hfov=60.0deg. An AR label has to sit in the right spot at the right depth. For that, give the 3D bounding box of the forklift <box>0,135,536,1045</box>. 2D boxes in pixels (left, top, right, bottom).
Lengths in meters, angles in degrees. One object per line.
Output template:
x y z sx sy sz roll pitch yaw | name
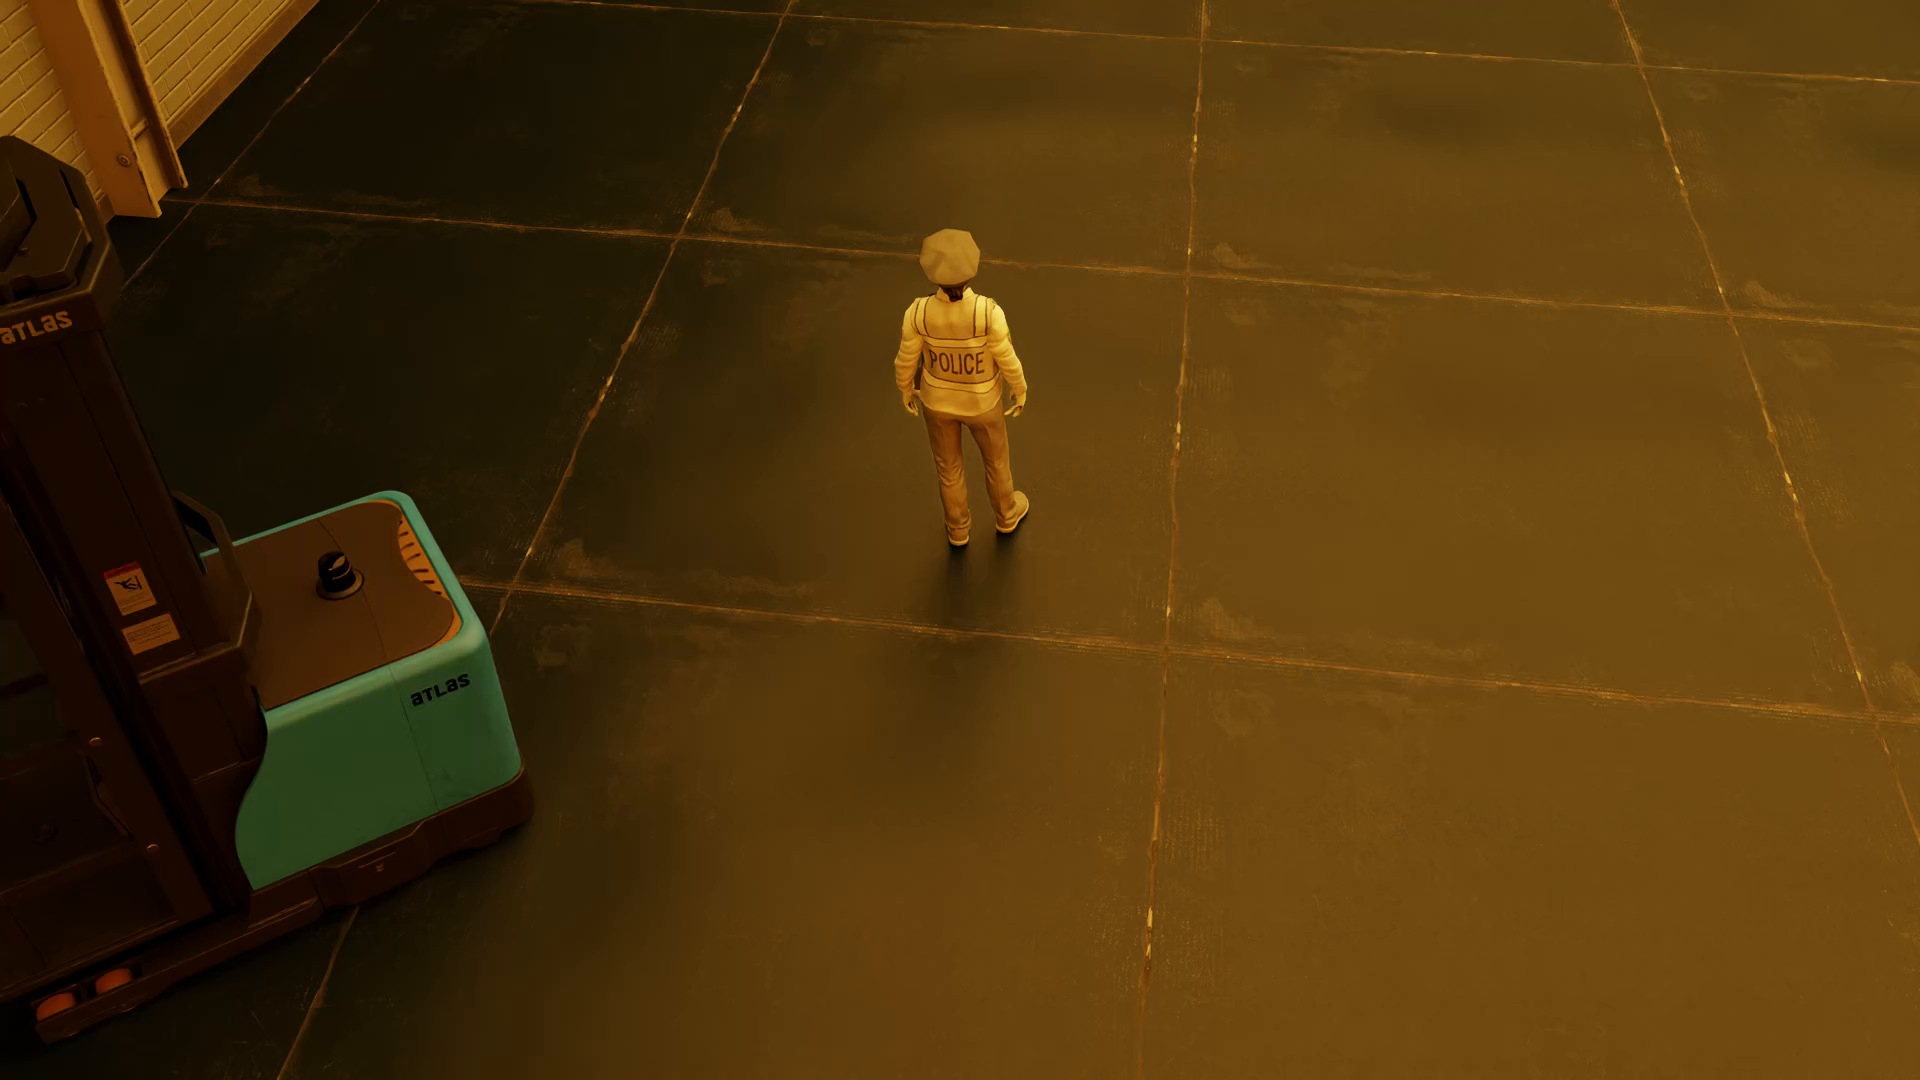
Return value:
-3.220 0.290 5.409 3.031 2.935 1.130 -22 47 -23 | forklift

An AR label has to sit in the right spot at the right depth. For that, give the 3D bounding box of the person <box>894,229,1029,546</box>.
0.015 -0.674 7.361 0.588 1.696 0.533 5 43 6 | person
